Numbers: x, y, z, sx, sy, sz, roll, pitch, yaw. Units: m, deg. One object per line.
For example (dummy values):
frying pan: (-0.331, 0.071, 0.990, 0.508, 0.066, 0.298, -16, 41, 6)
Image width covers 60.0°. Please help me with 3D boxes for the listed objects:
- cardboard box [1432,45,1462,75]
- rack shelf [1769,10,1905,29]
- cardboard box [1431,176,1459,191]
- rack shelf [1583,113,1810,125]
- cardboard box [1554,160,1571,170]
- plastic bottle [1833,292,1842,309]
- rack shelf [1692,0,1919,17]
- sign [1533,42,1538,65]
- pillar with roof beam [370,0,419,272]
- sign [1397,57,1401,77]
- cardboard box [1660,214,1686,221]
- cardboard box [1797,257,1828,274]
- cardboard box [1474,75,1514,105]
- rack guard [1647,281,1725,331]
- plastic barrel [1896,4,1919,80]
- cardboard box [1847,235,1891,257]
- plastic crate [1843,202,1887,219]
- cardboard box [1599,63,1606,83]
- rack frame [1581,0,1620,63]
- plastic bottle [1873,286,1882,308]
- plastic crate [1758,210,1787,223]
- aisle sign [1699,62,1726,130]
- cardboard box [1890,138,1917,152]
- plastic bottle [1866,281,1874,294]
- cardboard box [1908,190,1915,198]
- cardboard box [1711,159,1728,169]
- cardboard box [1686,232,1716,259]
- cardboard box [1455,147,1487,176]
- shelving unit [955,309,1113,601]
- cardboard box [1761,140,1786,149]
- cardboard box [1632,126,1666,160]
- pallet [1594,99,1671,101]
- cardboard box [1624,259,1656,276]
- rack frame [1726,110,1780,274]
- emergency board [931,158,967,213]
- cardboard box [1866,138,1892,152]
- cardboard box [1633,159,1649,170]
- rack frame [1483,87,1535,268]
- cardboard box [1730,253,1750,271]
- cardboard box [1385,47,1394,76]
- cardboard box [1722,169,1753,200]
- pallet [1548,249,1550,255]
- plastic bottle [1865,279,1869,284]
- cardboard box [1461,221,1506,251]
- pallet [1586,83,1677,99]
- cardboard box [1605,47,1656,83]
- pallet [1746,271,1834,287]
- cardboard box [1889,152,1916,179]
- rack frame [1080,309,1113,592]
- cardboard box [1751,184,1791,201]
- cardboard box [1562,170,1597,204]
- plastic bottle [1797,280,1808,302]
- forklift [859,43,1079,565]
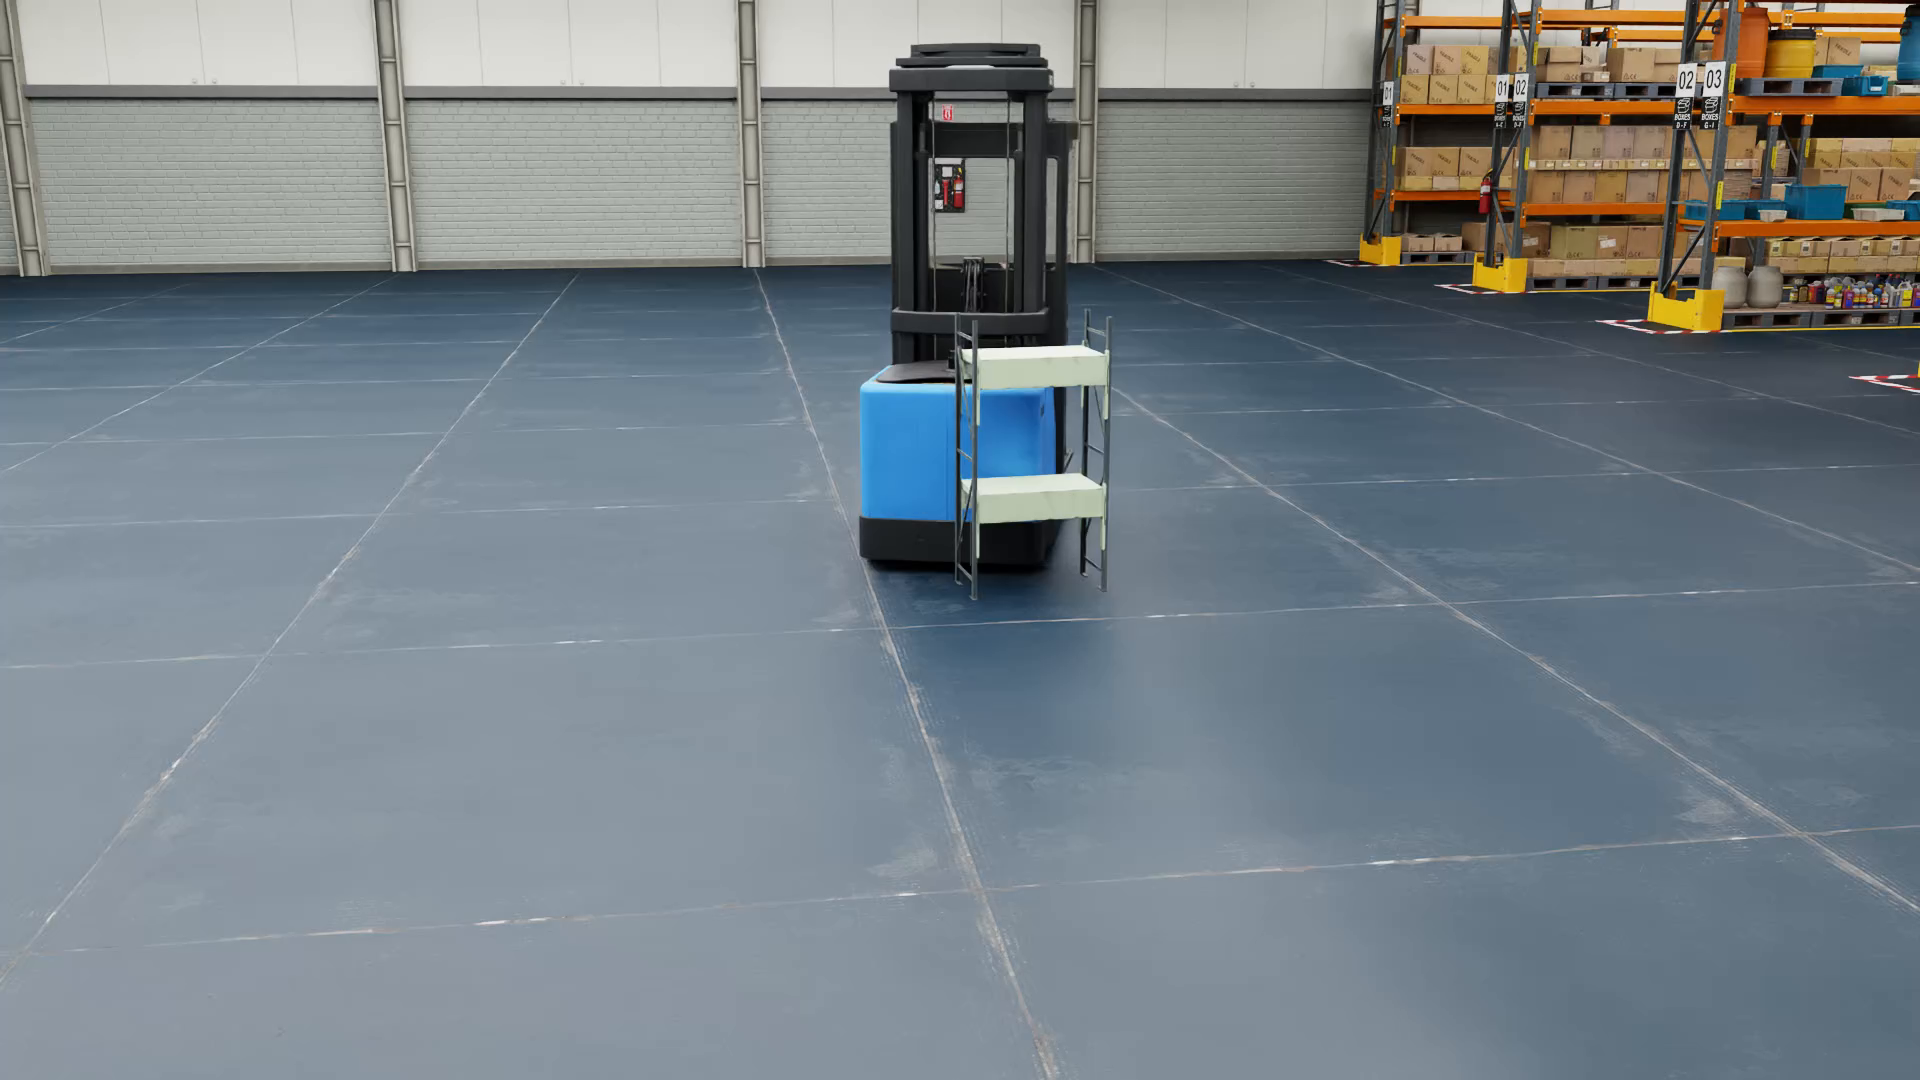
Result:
cardboard box: (8.543, -8.505, 29.502, 0.500, 0.500, 0.500, -2, 14, -9)
rack shelf: (14.297, -7.939, 25.679, 4.000, 0.370, 1.077, -2, 14, -8)
cardboard box: (8.663, -6.446, 30.027, 0.500, 0.250, 0.500, -3, 14, -10)
rack shelf: (13.555, -7.869, 30.746, 4.000, 0.370, 1.077, -2, 14, -8)
cardboard box: (9.044, -5.690, 25.205, 0.250, 0.149, 0.380, -2, 14, -10)
plastic bottle: (11.039, -3.013, 20.919, 0.097, 0.201, 0.097, 0, 14, 0)
rack shelf: (11.076, -6.602, 20.349, 4.000, 0.370, 1.077, -2, 14, -8)
sign: (8.440, -7.138, 24.391, 0.005, 0.325, 0.100, -2, 14, -8)
pillar with roof beam: (-8.973, -8.001, 23.627, 0.400, 9.000, 9.100, -2, 14, -8)
sign: (7.703, -8.294, 29.164, 0.005, 0.325, 0.100, -2, 14, -8)
cardboard box: (13.252, -6.123, 31.161, 0.500, 0.250, 0.500, -3, 14, -10)
cardboard box: (13.260, -4.342, 26.160, 0.500, 0.250, 0.500, -2, 14, -7)
cardboard box: (9.566, -8.066, 29.805, 0.500, 0.500, 0.500, -1, 14, -5)
rack guard: (9.166, -2.964, 21.014, 0.348, 0.500, 1.175, -2, 14, -8)
plastic barrel: (12.053, -6.199, 20.714, 0.708, 0.901, 0.600, -2, 14, -8)
cardboard box: (14.285, -4.652, 26.243, 0.500, 0.311, 0.500, -2, 14, -7)
plastic crate: (11.669, -4.224, 21.332, 0.662, 0.188, 0.450, -2, 14, -8)
cardboard box: (10.013, -7.163, 25.483, 0.500, 0.311, 0.500, 0, 14, -2)
rack frame: (11.577, -9.601, 30.004, 0.127, 3.000, 1.000, -2, 14, -8)
plastic bottle: (11.575, -3.067, 20.989, 0.097, 0.271, 0.097, 0, 14, 0)
plastic crate: (10.031, -3.990, 20.507, 0.250, 0.136, 0.298, -2, 14, -8)
aisle sign: (9.070, -5.351, 20.046, 0.004, 0.787, 0.394, -2, 14, -8)
cardboard box: (17.549, -7.415, 31.223, 0.500, 0.250, 0.500, -2, 14, -9)
plastic bottle: (11.867, -3.247, 21.707, 0.097, 0.271, 0.097, 0, 14, 0)
cardboard box: (15.022, -5.463, 26.354, 0.250, 0.149, 0.380, -1, 14, -4)
cardboard box: (11.579, -5.782, 25.573, 0.250, 0.149, 0.380, -3, 14, -10)
cardboard box: (11.397, -4.648, 25.838, 0.500, 0.500, 0.500, -2, 14, -8)
cardboard box: (9.141, -6.824, 29.992, 0.500, 0.500, 0.500, -3, 14, -10)
shelving unit: (0.387, -0.469, 9.007, 0.755, 1.500, 0.431, -4, 15, -14)
cardboard box: (15.196, -7.392, 31.089, 0.250, 0.149, 0.380, -4, 15, -16)
cardboard box: (10.392, -6.105, 25.526, 0.500, 0.500, 0.700, -2, 14, -8)
pallet: (12.204, -8.051, 30.379, 1.003, 0.211, 1.213, -2, 14, -8)
cardboard box: (10.411, -4.244, 25.768, 0.500, 0.250, 0.500, -2, 14, -8)
rack frame: (12.319, -5.499, 25.983, 0.127, 3.000, 1.000, -2, 14, -8)
emergency board: (-0.197, -6.481, 29.899, 0.643, 1.169, 0.194, -2, 14, -8)
cardboard box: (17.045, -7.395, 31.143, 0.500, 0.250, 0.500, -2, 14, -8)
cardboard box: (10.304, -5.735, 25.386, 0.250, 0.149, 0.380, -2, 14, -8)
rack frame: (8.364, -5.354, 25.405, 0.127, 3.000, 1.000, -2, 14, -8)
cardboard box: (12.686, -4.454, 26.605, 0.500, 0.250, 0.500, -2, 14, -9)
cardboard box: (8.009, -8.622, 29.968, 0.500, 0.500, 0.500, -1, 14, -6)
cardboard box: (11.881, -5.530, 25.901, 0.500, 0.500, 0.700, -2, 14, -10)
pallet: (10.918, -5.305, 30.942, 1.213, 0.211, 1.003, -2, 14, -8)
plastic bottle: (11.837, -3.271, 21.779, 0.133, 0.283, 0.061, -1, 14, -6)
cardboard box: (9.616, -5.585, 30.561, 0.500, 0.500, 0.700, -3, 14, -12)
pallet: (10.276, -6.831, 25.308, 1.213, 0.211, 1.003, -2, 14, -8)
cardboard box: (10.047, -7.124, 24.938, 0.500, 0.500, 0.500, -2, 14, -8)
pallet: (13.042, -4.183, 26.466, 1.213, 0.211, 1.003, -2, 14, -8)
cardboard box: (17.575, -7.049, 31.306, 0.500, 0.500, 0.500, -2, 14, -7)
rack frame: (0.742, -0.491, 9.095, 0.023, 1.500, 0.400, -4, 15, -14)
cardboard box: (12.799, -5.455, 26.115, 0.500, 0.250, 0.500, -1, 14, -5)
cardboard box: (9.346, -5.437, 25.529, 0.500, 0.500, 0.700, -2, 14, -7)
plastic bottle: (10.961, -3.239, 21.651, 0.133, 0.283, 0.061, -2, 14, -7)
forklift: (0.156, -1.590, 10.536, 1.130, 2.935, 3.031, 2, 14, 8)
